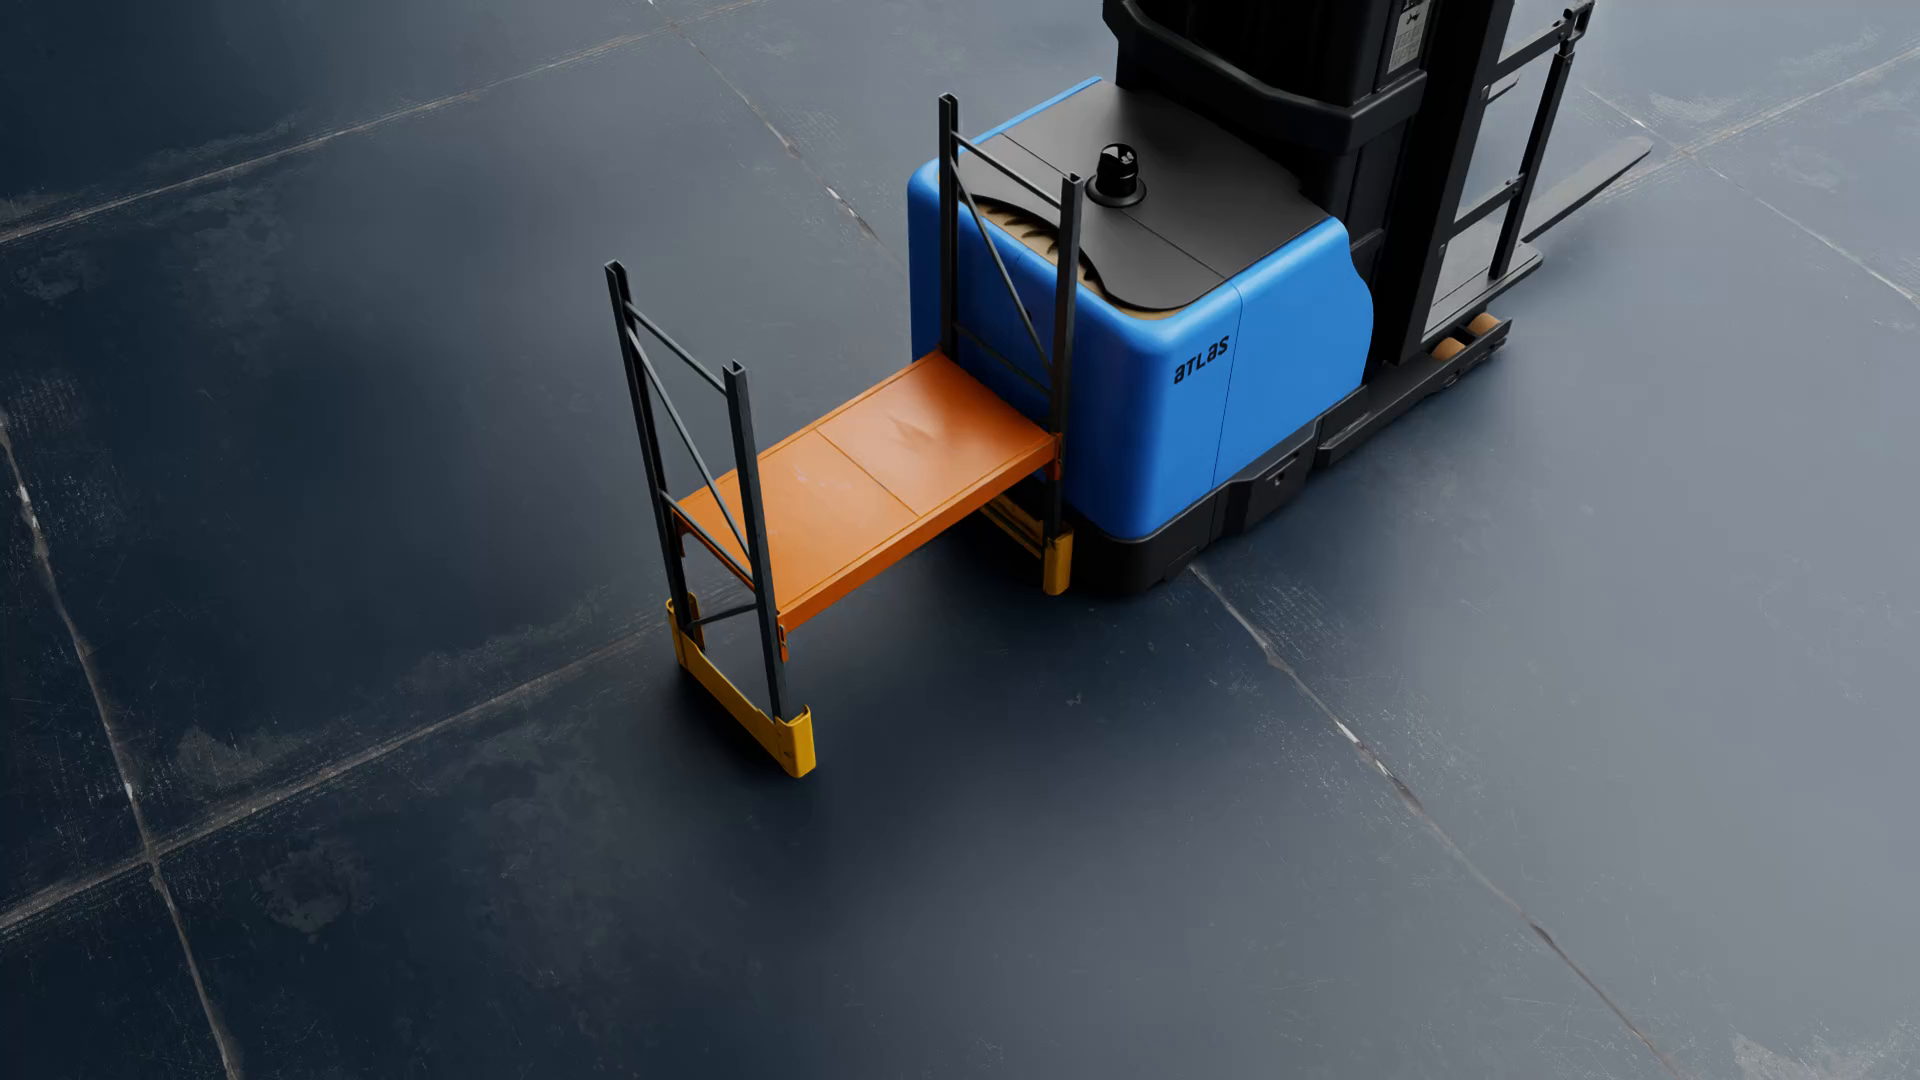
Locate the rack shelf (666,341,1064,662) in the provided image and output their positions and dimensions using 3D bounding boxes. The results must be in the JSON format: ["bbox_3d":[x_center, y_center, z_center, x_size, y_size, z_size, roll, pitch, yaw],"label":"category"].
[{"bbox_3d":[-0.258,-0.132,4.604,1.000,0.185,0.538,-34,56,-26],"label":"rack shelf"}]

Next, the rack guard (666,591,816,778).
[{"bbox_3d":[-0.623,0.406,4.721,0.087,0.250,0.587,-34,56,-26],"label":"rack guard"}]

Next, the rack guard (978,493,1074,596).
[{"bbox_3d":[0.121,-0.088,5.161,0.087,0.250,0.587,-34,56,-26],"label":"rack guard"}]

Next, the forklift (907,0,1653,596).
[{"bbox_3d":[1.270,-1.768,4.862,3.031,2.935,1.130,-33,56,-26],"label":"forklift"}]

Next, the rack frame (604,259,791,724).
[{"bbox_3d":[-0.637,0.000,4.245,0.032,1.500,0.500,-34,56,-26],"label":"rack frame"}]

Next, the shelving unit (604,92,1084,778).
[{"bbox_3d":[-0.251,-0.257,4.474,1.083,1.500,0.587,-34,56,-26],"label":"shelving unit"}]

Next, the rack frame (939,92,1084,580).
[{"bbox_3d":[0.122,-0.504,4.695,0.032,1.500,0.500,-34,56,-26],"label":"rack frame"}]
